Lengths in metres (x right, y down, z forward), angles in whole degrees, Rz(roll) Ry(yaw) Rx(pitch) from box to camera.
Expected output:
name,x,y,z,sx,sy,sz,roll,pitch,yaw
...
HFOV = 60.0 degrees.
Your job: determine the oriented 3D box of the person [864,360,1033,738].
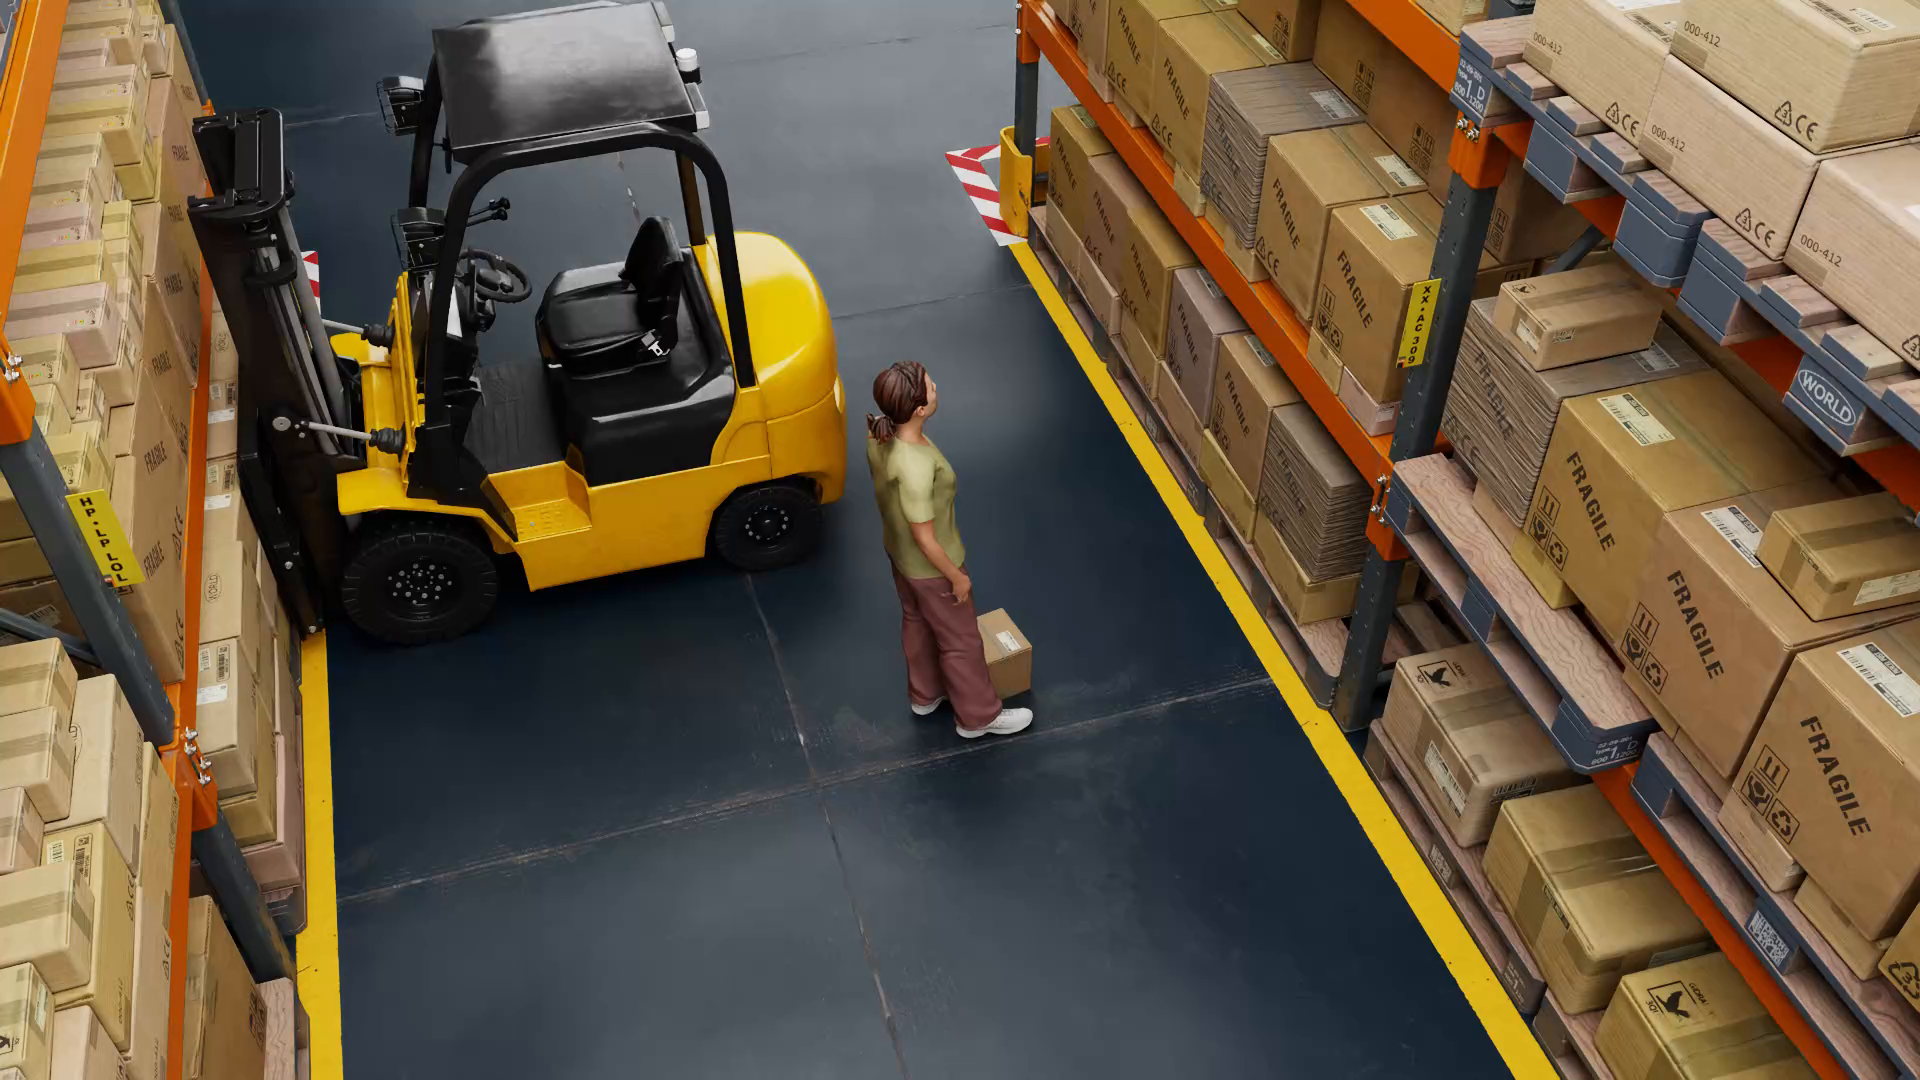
name,x,y,z,sx,sy,sz,roll,pitch,yaw
person,-0.061,0.030,6.115,0.548,1.674,0.552,-18,45,-18
